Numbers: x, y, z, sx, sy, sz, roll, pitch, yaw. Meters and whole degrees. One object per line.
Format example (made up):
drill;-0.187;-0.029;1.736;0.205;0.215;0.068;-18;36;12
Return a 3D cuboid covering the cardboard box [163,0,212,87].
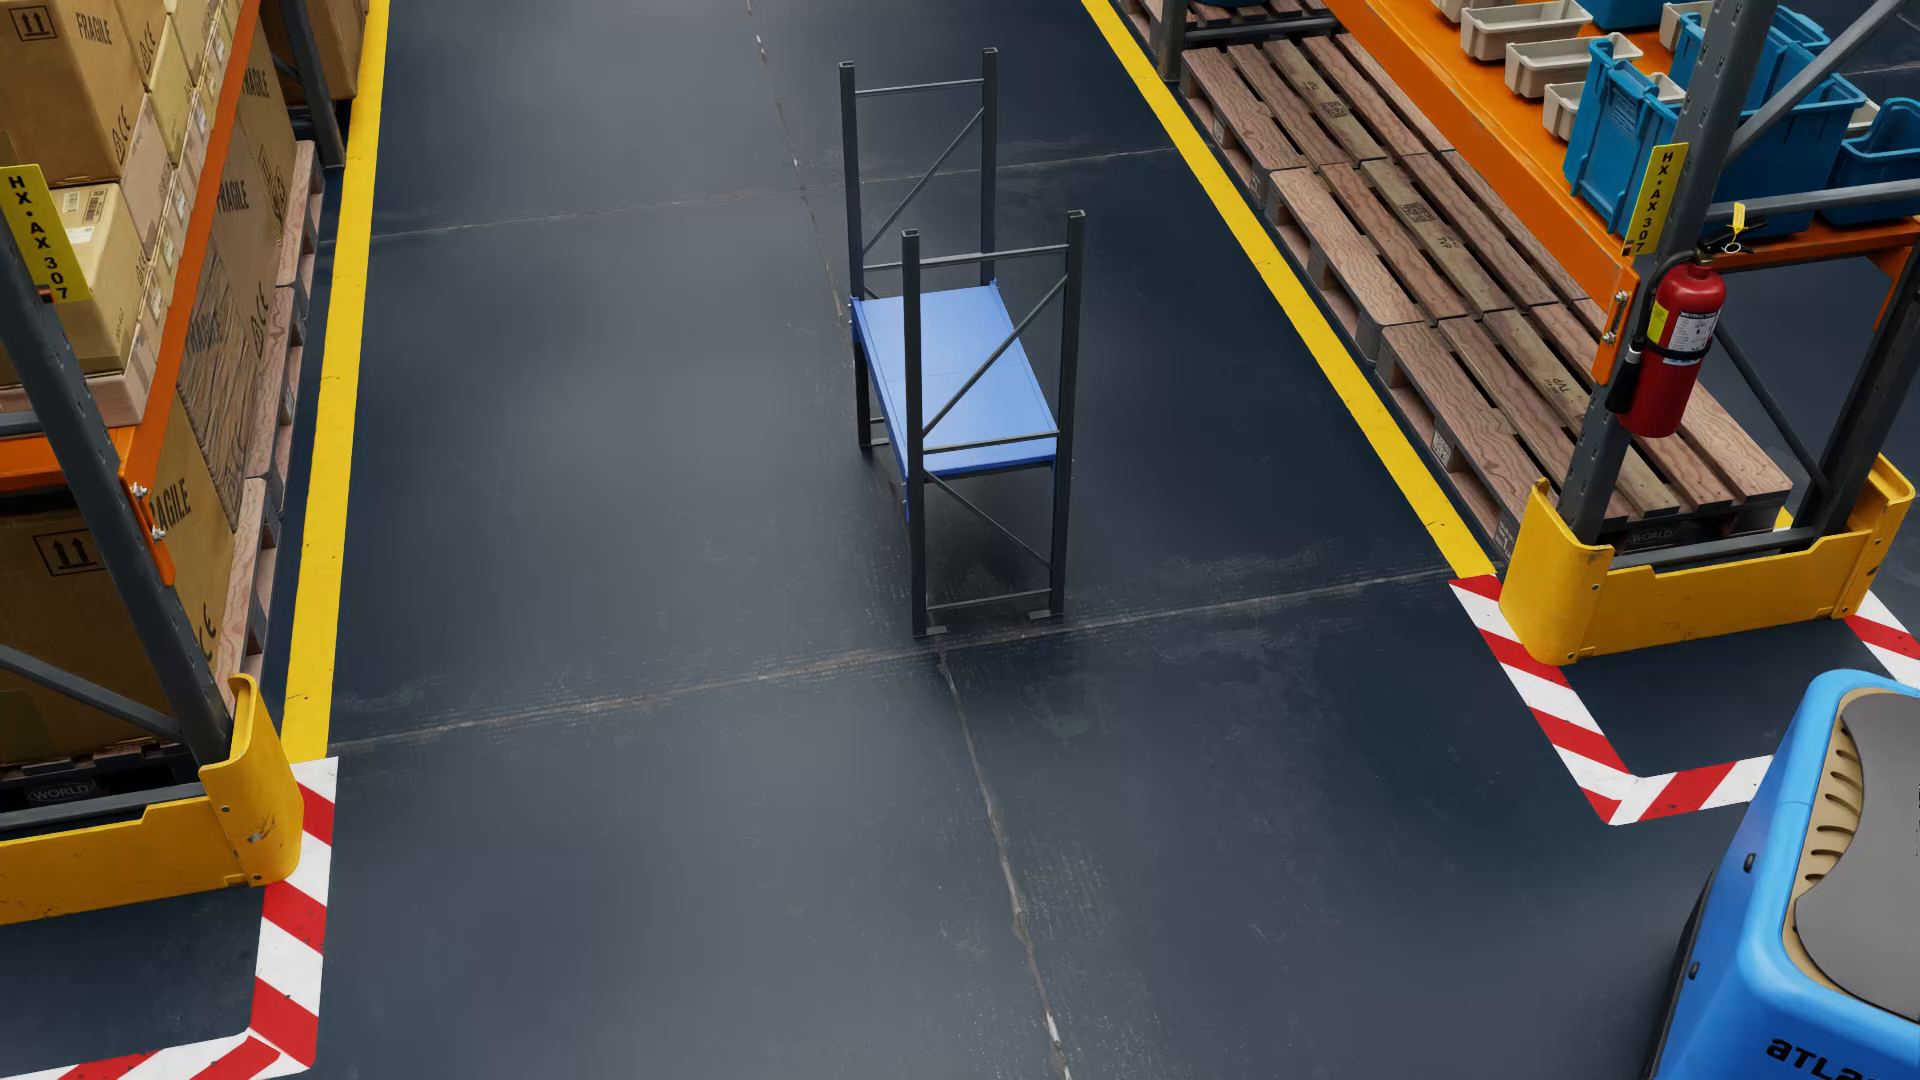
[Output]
cardboard box;-2.658;-1.615;5.199;0.500;0.250;0.500;-9;42;-10

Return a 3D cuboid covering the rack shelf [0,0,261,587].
rack shelf;-2.909;-1.238;5.427;1.077;0.370;4.000;-8;42;-9

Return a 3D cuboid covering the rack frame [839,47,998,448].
rack frame;-0.128;-0.946;5.686;0.500;1.500;0.032;-8;42;-9

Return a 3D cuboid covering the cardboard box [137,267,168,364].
cardboard box;-2.288;-0.560;4.310;0.380;0.149;0.250;-9;42;-10

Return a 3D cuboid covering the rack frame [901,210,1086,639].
rack frame;0.091;-0.287;4.943;0.500;1.500;0.032;-8;42;-9

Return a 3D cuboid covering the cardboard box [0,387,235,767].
cardboard box;-2.693;0.024;4.748;0.875;0.875;0.875;-8;42;-9

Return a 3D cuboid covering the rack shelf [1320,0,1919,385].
rack shelf;1.927;-1.947;6.226;1.077;0.370;4.000;-8;42;-9

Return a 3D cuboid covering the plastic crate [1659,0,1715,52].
plastic crate;2.492;-1.711;5.571;0.250;0.136;0.298;-8;42;-9

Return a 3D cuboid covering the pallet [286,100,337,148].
pallet;-3.581;-2.250;8.125;1.003;0.211;1.213;-8;42;-9

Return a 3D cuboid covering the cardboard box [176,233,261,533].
cardboard box;-2.890;-0.566;5.412;0.875;0.875;0.875;-8;42;-9

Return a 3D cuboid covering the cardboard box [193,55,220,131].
cardboard box;-2.565;-1.391;5.246;0.380;0.149;0.250;-9;42;-10

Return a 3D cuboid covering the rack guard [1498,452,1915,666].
rack guard;2.377;0.028;5.341;1.175;0.500;0.348;-8;42;-9

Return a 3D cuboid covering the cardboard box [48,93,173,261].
cardboard box;-2.436;-0.951;4.451;0.500;0.250;0.500;-9;42;-10

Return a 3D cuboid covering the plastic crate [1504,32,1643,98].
plastic crate;1.958;-1.537;5.375;0.396;0.136;0.243;-8;42;-9

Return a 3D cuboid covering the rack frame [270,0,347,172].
rack frame;-3.341;-2.803;6.648;1.000;3.000;0.127;-8;42;-9

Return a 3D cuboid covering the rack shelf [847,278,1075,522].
rack shelf;-0.018;-0.482;5.434;0.538;0.185;1.000;-8;42;-9

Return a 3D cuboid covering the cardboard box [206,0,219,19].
cardboard box;-2.765;-1.944;5.569;0.500;0.250;0.500;-8;42;-8

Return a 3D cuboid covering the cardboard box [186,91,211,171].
cardboard box;-2.511;-1.227;5.062;0.380;0.149;0.250;-9;42;-10

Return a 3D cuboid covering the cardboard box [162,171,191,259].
cardboard box;-2.401;-0.895;4.688;0.380;0.149;0.250;-9;42;-10

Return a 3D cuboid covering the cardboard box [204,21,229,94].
cardboard box;-2.623;-1.560;5.438;0.380;0.149;0.250;-8;42;-9

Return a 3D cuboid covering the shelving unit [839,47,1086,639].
shelving unit;-0.018;-0.616;5.314;0.538;1.500;1.048;-8;42;-9

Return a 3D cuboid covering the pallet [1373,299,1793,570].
pallet;2.219;-0.417;6.061;1.003;0.211;1.213;-8;42;-9

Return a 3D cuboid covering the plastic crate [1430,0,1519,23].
plastic crate;1.792;-1.903;5.787;0.298;0.136;0.250;-8;42;-9

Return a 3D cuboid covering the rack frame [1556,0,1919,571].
rack frame;2.359;-0.920;4.527;1.000;3.000;0.127;-8;42;-9

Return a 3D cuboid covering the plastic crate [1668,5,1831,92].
plastic crate;2.485;-1.514;5.277;0.416;0.233;0.300;-8;42;-9

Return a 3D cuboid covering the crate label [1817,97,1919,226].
crate label;2.627;-1.087;4.796;0.416;0.233;0.303;-8;42;-9

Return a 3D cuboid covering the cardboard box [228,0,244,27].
cardboard box;-2.732;-1.892;5.811;0.380;0.149;0.250;-8;42;-8

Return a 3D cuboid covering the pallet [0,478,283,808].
pallet;-2.726;0.325;5.224;1.003;0.211;1.213;-8;42;-9

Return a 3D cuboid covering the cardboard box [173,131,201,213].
cardboard box;-2.455;-1.060;4.873;0.380;0.149;0.250;-9;42;-10

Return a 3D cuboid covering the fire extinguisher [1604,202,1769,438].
fire extinguisher;1.948;-0.589;4.493;0.296;0.674;0.183;-8;42;-9

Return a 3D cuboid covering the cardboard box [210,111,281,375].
cardboard box;-3.082;-1.143;6.062;0.875;0.875;0.875;-8;42;-9

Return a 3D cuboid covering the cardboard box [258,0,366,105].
cardboard box;-3.498;-2.578;7.678;1.225;0.875;0.875;-8;42;-9

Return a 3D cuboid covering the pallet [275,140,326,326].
pallet;-3.253;-1.256;7.006;1.003;0.211;1.213;-8;42;-9

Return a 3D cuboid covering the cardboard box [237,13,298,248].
cardboard box;-3.276;-1.726;6.719;0.875;0.875;0.875;-8;42;-9

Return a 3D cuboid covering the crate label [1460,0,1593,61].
crate label;1.874;-1.714;5.574;0.396;0.136;0.243;-8;42;-9

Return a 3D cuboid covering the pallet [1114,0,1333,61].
pallet;1.370;-2.976;8.944;1.003;0.211;1.213;-8;42;-9

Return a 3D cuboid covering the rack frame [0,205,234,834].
rack frame;-2.477;-0.210;3.727;1.000;3.000;0.127;-8;42;-9

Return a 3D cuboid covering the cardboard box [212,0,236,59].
cardboard box;-2.677;-1.726;5.624;0.380;0.149;0.250;-9;42;-10

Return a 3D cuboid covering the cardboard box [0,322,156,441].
cardboard box;-2.232;-0.394;4.123;0.380;0.149;0.250;-8;42;-9

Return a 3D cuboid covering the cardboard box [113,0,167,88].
cardboard box;-2.543;-1.555;4.566;0.500;0.500;0.500;-9;42;-10

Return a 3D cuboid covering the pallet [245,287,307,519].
pallet;-2.986;-0.464;6.114;1.003;0.211;1.213;-8;42;-9

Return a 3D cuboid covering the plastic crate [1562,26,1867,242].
plastic crate;2.104;-1.146;4.710;0.616;0.435;0.499;-8;42;-9

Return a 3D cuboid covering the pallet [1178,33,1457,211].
pallet;1.692;-1.999;7.843;1.003;0.211;1.213;-8;42;-9

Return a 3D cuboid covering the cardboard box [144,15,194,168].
cardboard box;-2.541;-1.278;4.819;0.500;0.250;0.500;-10;43;-11

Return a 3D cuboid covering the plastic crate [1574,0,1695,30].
plastic crate;2.343;-1.941;5.758;0.416;0.233;0.300;-8;42;-9

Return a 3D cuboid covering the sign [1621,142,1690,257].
sign;1.825;-0.892;4.372;0.100;0.325;0.005;-8;42;-9

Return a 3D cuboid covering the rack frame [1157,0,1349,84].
rack frame;1.496;-3.513;7.448;1.000;3.000;0.127;-8;42;-9

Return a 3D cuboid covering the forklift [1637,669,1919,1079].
forklift;3.041;0.748;2.699;3.031;2.935;1.130;21;46;22

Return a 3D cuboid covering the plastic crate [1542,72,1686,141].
plastic crate;2.006;-1.347;5.161;0.396;0.136;0.243;-8;42;-9

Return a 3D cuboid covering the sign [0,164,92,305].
sign;-1.934;-0.639;3.499;0.100;0.325;0.005;-8;42;-9

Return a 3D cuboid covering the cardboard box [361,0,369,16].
cardboard box;-3.692;-3.157;8.331;1.225;0.875;0.875;-10;43;-11

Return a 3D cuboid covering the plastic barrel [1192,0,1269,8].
plastic barrel;1.395;-3.240;8.405;0.600;0.901;0.708;-8;42;-9

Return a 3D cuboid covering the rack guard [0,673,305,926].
rack guard;-2.472;0.740;4.540;1.175;0.500;0.348;-8;42;-9

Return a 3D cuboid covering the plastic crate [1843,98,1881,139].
plastic crate;2.639;-1.271;5.076;0.250;0.136;0.298;-8;42;-9

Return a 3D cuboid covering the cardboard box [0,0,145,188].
cardboard box;-2.425;-1.220;4.189;0.500;0.500;0.500;-9;42;-10

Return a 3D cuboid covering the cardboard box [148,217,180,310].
cardboard box;-2.344;-0.726;4.497;0.380;0.149;0.250;-9;42;-10

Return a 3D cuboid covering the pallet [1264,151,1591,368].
pallet;1.959;-1.207;6.950;1.003;0.211;1.213;-8;42;-9

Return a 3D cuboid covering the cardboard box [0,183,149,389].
cardboard box;-2.317;-0.615;4.073;0.500;0.250;0.500;-9;42;-10
